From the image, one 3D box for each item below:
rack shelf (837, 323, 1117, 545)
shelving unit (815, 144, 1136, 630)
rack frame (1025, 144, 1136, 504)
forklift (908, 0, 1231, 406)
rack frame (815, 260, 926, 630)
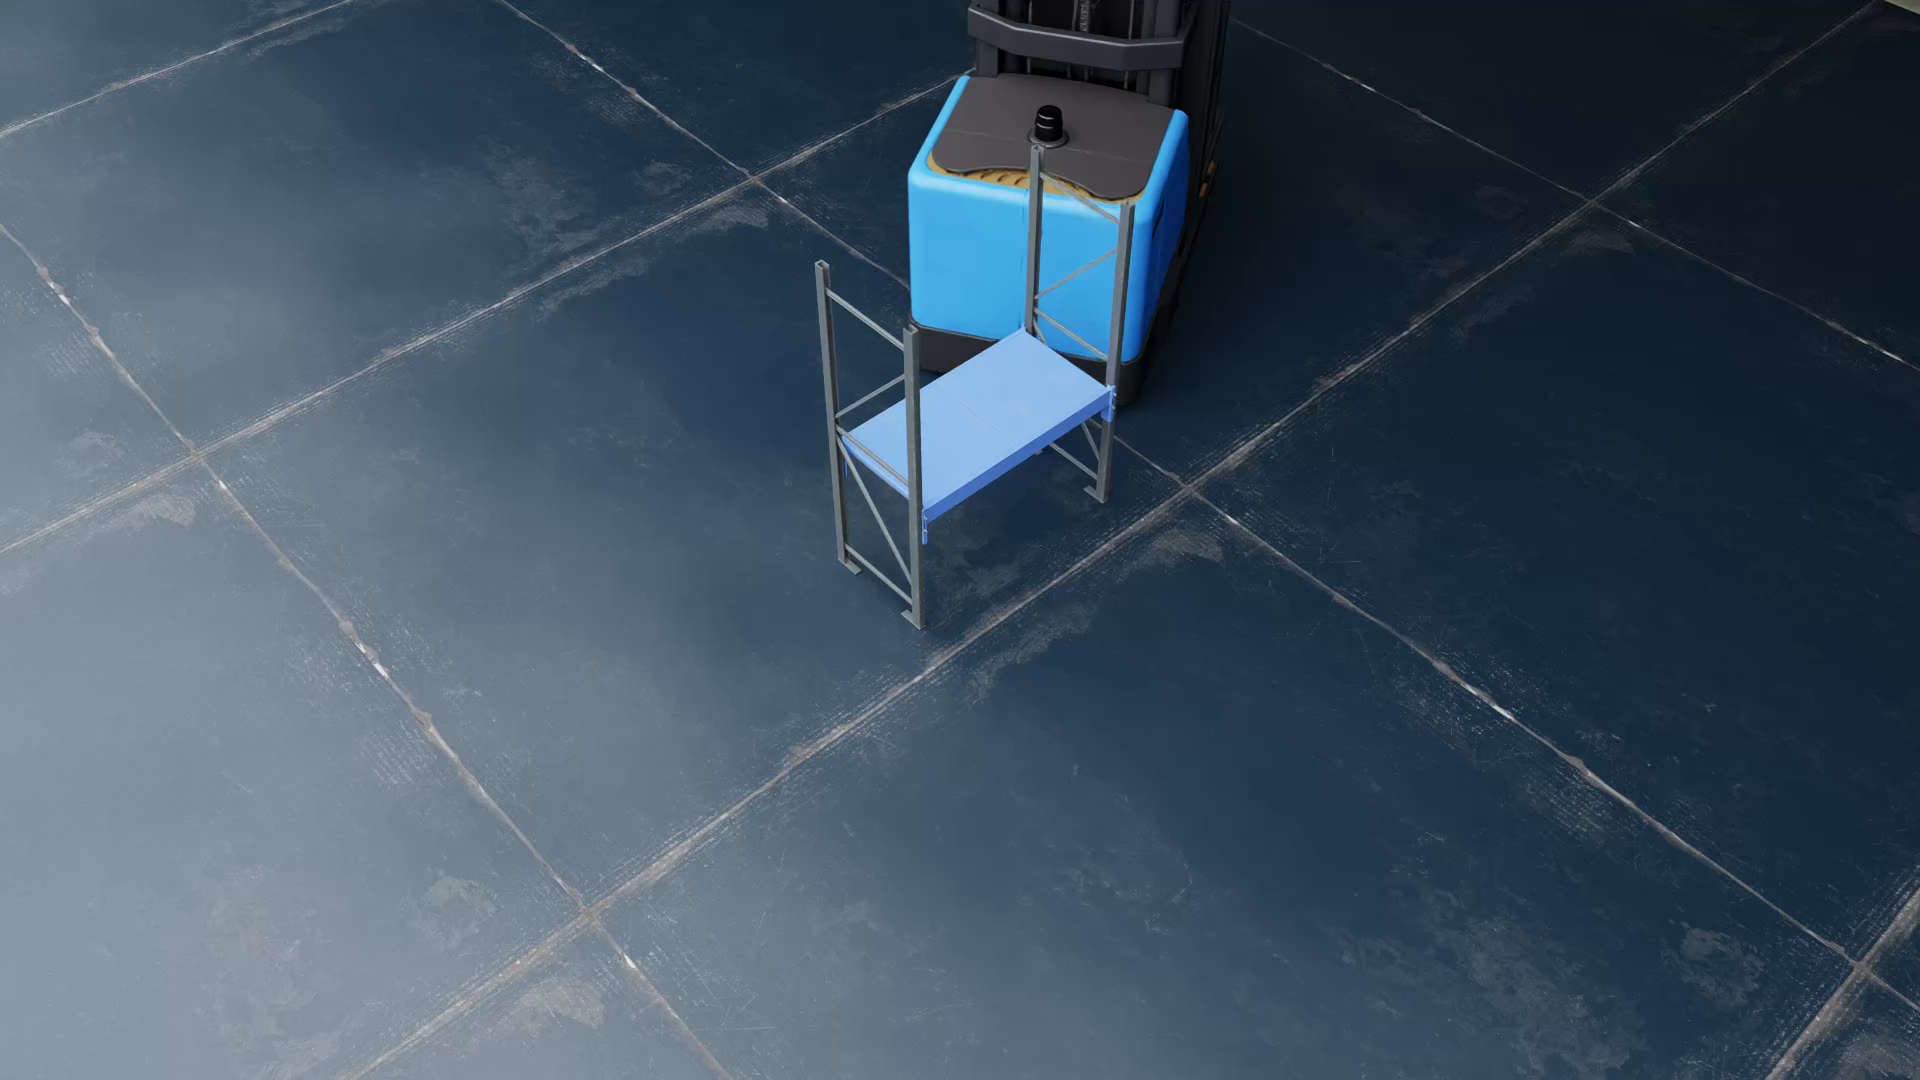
[{"bbox_3d":[0.063,-0.429,6.423,1.000,0.185,0.538,-34,56,-27],"label":"rack shelf"},{"bbox_3d":[0.063,-0.551,6.291,1.048,1.500,0.538,-34,56,-27],"label":"shelving unit"},{"bbox_3d":[0.439,-0.802,6.523,0.032,1.500,0.500,-34,56,-27],"label":"rack frame"},{"bbox_3d":[0.679,-2.684,7.285,1.130,2.935,3.031,12,48,11],"label":"forklift"},{"bbox_3d":[-0.313,-0.299,6.059,0.032,1.500,0.500,-34,56,-27],"label":"rack frame"}]
